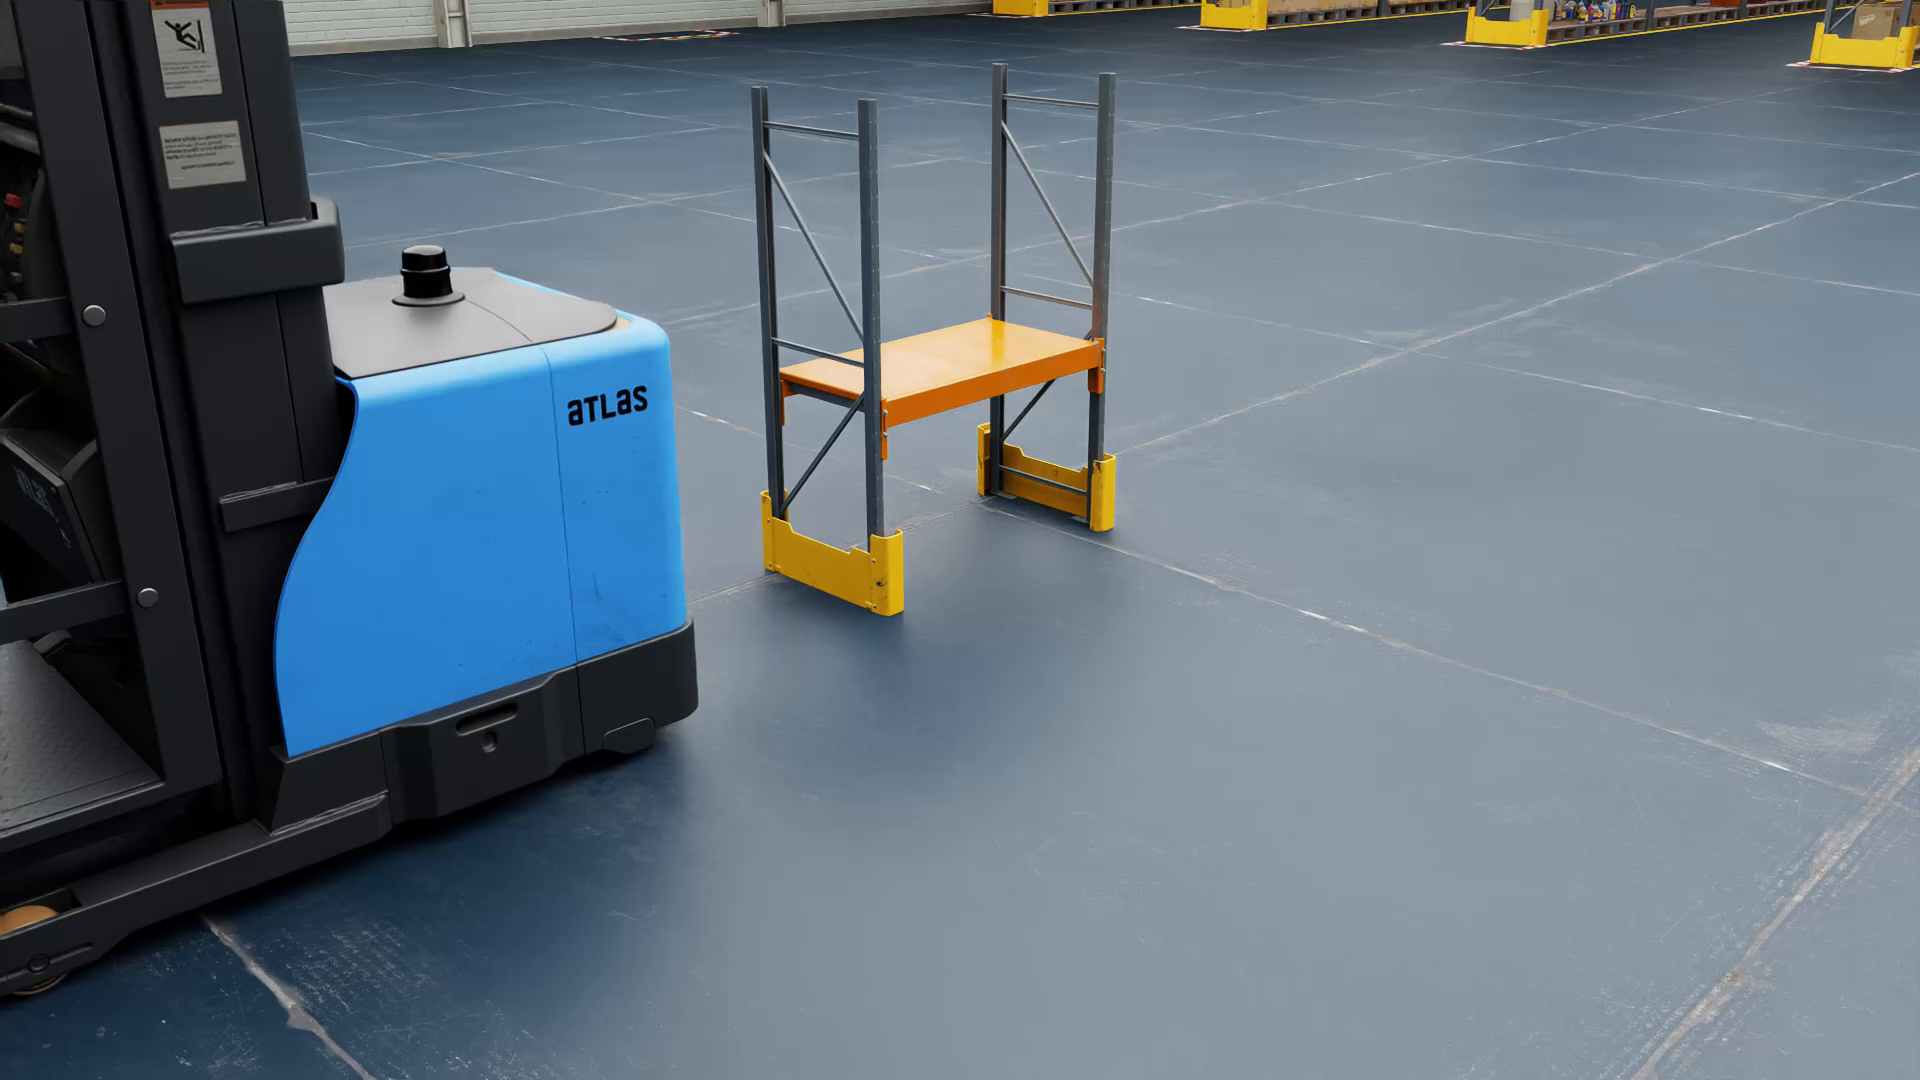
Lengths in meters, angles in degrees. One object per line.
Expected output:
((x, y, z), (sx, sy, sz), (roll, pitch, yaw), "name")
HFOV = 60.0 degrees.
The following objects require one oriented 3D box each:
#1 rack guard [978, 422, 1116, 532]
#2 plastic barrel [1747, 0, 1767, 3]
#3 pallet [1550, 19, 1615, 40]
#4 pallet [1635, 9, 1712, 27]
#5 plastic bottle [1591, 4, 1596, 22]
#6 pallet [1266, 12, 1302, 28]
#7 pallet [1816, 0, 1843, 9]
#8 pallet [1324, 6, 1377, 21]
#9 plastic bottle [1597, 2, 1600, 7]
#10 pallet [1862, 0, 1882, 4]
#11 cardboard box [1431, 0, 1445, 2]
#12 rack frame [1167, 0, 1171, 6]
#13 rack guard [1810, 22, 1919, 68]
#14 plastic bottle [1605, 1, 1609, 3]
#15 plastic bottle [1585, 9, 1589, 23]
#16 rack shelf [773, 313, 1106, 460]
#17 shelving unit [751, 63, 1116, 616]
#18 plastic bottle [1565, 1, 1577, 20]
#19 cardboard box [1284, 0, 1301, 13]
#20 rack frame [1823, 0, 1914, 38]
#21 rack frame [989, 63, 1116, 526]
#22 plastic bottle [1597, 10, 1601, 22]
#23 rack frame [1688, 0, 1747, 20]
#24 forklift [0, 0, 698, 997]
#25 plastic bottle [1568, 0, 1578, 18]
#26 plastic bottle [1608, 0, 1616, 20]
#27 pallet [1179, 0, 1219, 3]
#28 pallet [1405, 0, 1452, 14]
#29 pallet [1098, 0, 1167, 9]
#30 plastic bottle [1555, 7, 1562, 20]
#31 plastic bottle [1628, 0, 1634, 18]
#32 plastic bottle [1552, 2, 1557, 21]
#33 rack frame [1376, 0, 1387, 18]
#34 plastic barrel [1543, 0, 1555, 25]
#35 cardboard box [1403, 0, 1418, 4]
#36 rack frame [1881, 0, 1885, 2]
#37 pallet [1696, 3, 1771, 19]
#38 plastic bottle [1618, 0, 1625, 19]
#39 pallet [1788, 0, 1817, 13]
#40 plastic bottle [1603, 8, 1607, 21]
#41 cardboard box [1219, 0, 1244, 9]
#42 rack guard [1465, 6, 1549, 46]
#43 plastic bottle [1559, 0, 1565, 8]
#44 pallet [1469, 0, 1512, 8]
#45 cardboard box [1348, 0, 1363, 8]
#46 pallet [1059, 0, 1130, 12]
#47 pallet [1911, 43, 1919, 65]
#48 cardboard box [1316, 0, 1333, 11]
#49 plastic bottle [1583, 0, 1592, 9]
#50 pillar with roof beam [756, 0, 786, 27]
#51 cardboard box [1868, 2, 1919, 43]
((0.294, -0.225, 5.812), (0.587, 0.250, 0.087), (19, 28, 41), "rack guard")
((14.885, -10.400, 31.228), (0.600, 0.588, 0.708), (19, 28, 41), "plastic barrel")
((9.628, -8.102, 26.360), (1.003, 0.211, 1.213), (19, 28, 41), "pallet")
((12.349, -9.106, 28.972), (1.003, 0.211, 1.213), (19, 28, 41), "pallet")
((9.914, -8.261, 26.076), (0.097, 0.271, 0.097), (0, 21, 0), "plastic bottle")
((5.144, -8.999, 28.694), (1.003, 0.211, 1.213), (19, 28, 41), "pallet")
((17.043, -10.835, 33.469), (1.003, 0.211, 1.213), (19, 28, 41), "pallet")
((6.846, -9.626, 30.325), (1.003, 0.211, 1.213), (19, 28, 41), "pallet")
((10.182, -8.434, 26.510), (0.061, 0.283, 0.133), (19, 28, 41), "plastic bottle")
((18.745, -11.462, 35.101), (1.003, 0.211, 1.213), (19, 28, 41), "pallet")
((8.962, -10.472, 31.885), (0.500, 0.250, 0.500), (-20, 28, -41), "cardboard box")
((3.879, -12.361, 33.553), (1.000, 3.000, 0.127), (19, 28, 41), "rack frame")
((11.789, -6.466, 21.701), (1.175, 0.500, 0.348), (19, 28, 41), "rack guard")
((10.477, -8.559, 26.844), (0.152, 0.276, 0.135), (19, 28, 41), "plastic bottle")
((9.747, -8.167, 25.929), (0.097, 0.201, 0.097), (0, 21, 0), "plastic bottle")
((-0.060, -0.510, 5.313), (0.538, 0.185, 1.000), (19, 28, 41), "rack shelf")
((-0.053, -0.680, 5.255), (0.587, 1.500, 1.083), (19, 28, 41), "shelving unit")
((9.812, -8.523, 26.752), (0.152, 0.276, 0.135), (19, 28, 41), "plastic bottle")
((5.520, -9.218, 28.623), (0.500, 0.250, 0.500), (19, 28, 41), "cardboard box")
((11.736, -7.613, 21.201), (1.000, 3.000, 0.127), (19, 28, 41), "rack frame")
((0.295, -0.809, 5.588), (0.500, 1.500, 0.032), (19, 28, 41), "rack frame")
((10.053, -8.280, 26.222), (0.097, 0.201, 0.097), (0, 21, 0), "plastic bottle")
((13.768, -10.909, 29.777), (1.000, 3.000, 0.127), (19, 28, 41), "rack frame")
((-2.097, -0.642, 3.161), (3.031, 2.935, 1.130), (-18, 28, -39), "forklift")
((9.985, -8.698, 27.102), (0.144, 0.351, 0.185), (18, 27, 38), "plastic bottle")
((10.375, -8.480, 26.535), (0.144, 0.351, 0.185), (19, 28, 40), "plastic bottle")
((5.272, -11.575, 35.395), (1.003, 0.211, 1.213), (19, 28, 41), "pallet")
((8.768, -10.335, 32.168), (1.003, 0.211, 1.213), (19, 28, 41), "pallet")
((3.436, -10.878, 33.581), (1.003, 0.211, 1.213), (19, 28, 41), "pallet")
((9.549, -8.401, 26.538), (0.097, 0.201, 0.097), (0, 21, 0), "plastic bottle")
((10.878, -8.612, 26.974), (0.133, 0.283, 0.061), (-18, 28, -39), "plastic bottle")
((9.426, -8.404, 26.431), (0.061, 0.283, 0.133), (19, 28, 41), "plastic bottle")
((7.431, -11.122, 30.330), (1.000, 3.000, 0.127), (19, 28, 41), "rack frame")
((8.941, -8.205, 25.623), (0.421, 0.512, 0.421), (0, 21, 0), "plastic barrel")
((8.247, -10.207, 31.197), (0.500, 0.250, 0.500), (-19, 28, -41), "cardboard box")
((19.349, -12.966, 35.127), (1.000, 3.000, 0.127), (19, 28, 41), "rack frame")
((14.288, -9.821, 30.832), (1.003, 0.211, 1.213), (19, 28, 41), "pallet")
((10.601, -8.563, 26.751), (0.144, 0.351, 0.185), (18, 27, 38), "plastic bottle")
((15.990, -10.448, 32.463), (1.003, 0.211, 1.213), (19, 28, 41), "pallet")
((10.196, -8.332, 26.359), (0.097, 0.201, 0.097), (0, 21, 0), "plastic bottle")
((4.803, -9.218, 28.624), (0.500, 0.250, 0.500), (19, 28, 41), "cardboard box")
((8.206, -7.718, 24.957), (1.175, 0.500, 0.348), (19, 28, 41), "rack guard")
((9.689, -8.589, 26.818), (0.144, 0.351, 0.185), (19, 28, 40), "plastic bottle")
((10.769, -11.031, 33.980), (1.003, 0.211, 1.213), (19, 28, 41), "pallet")
((6.908, -9.734, 29.967), (0.500, 0.250, 0.500), (19, 28, 41), "cardboard box")
((2.585, -10.563, 32.761), (1.003, 0.211, 1.213), (19, 28, 41), "pallet")
((12.381, -6.531, 22.273), (1.003, 0.211, 1.213), (19, 28, 41), "pallet")
((6.222, -9.474, 29.288), (0.500, 0.250, 0.500), (19, 28, 41), "cardboard box")
((10.220, -8.710, 27.135), (0.144, 0.351, 0.185), (19, 28, 41), "plastic bottle")
((-0.144, -11.909, 24.017), (9.100, 9.000, 0.400), (19, 28, 41), "pillar with roof beam")
((12.576, -6.961, 22.403), (0.500, 0.500, 0.500), (-12, 24, -28), "cardboard box")
